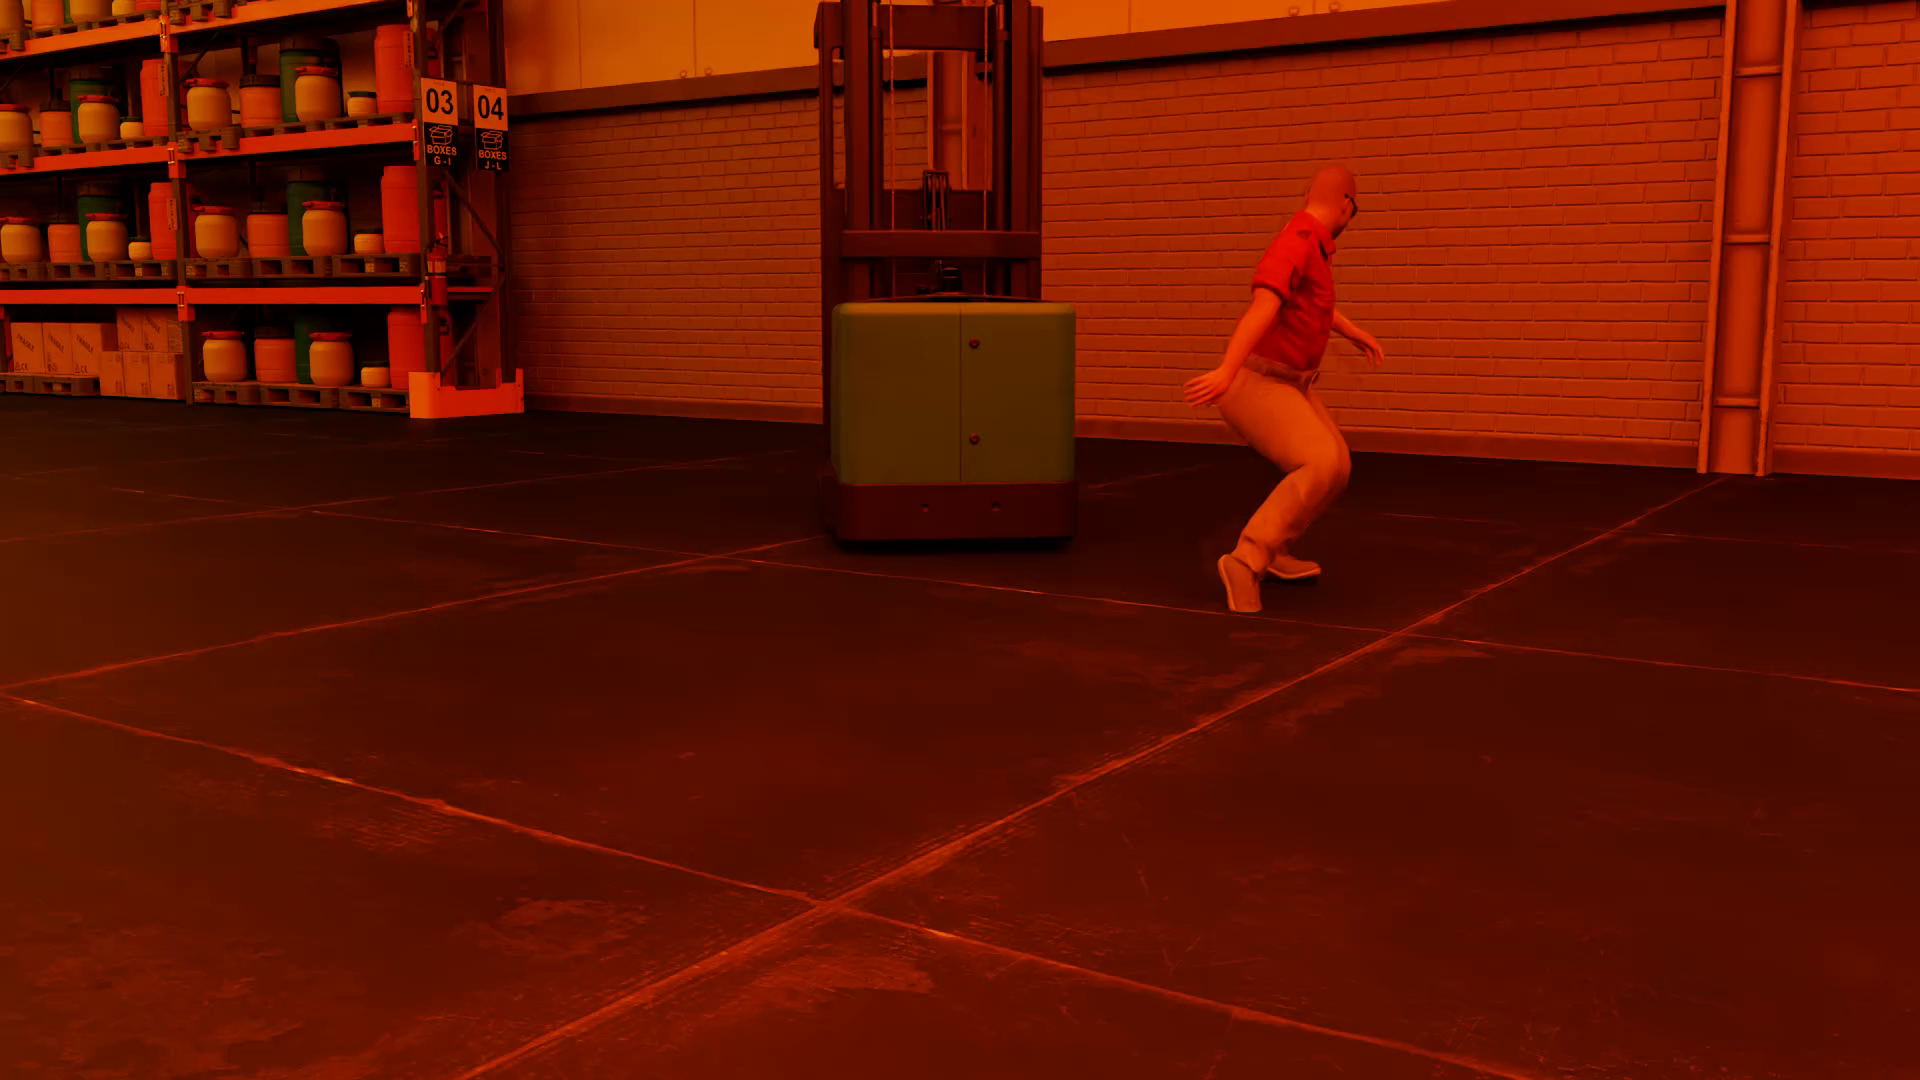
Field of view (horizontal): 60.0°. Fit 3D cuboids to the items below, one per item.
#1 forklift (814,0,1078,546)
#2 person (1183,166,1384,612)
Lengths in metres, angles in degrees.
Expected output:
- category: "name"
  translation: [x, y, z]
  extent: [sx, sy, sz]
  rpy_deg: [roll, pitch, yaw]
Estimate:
- category: "forklift"
  translation: [-0.170, -1.596, 8.420]
  extent: [1.130, 2.935, 3.031]
  rpy_deg: [-1, 8, -7]
- category: "person"
  translation: [1.191, -0.507, 6.020]
  extent: [0.549, 1.662, 1.028]
  rpy_deg: [3, 9, 21]
